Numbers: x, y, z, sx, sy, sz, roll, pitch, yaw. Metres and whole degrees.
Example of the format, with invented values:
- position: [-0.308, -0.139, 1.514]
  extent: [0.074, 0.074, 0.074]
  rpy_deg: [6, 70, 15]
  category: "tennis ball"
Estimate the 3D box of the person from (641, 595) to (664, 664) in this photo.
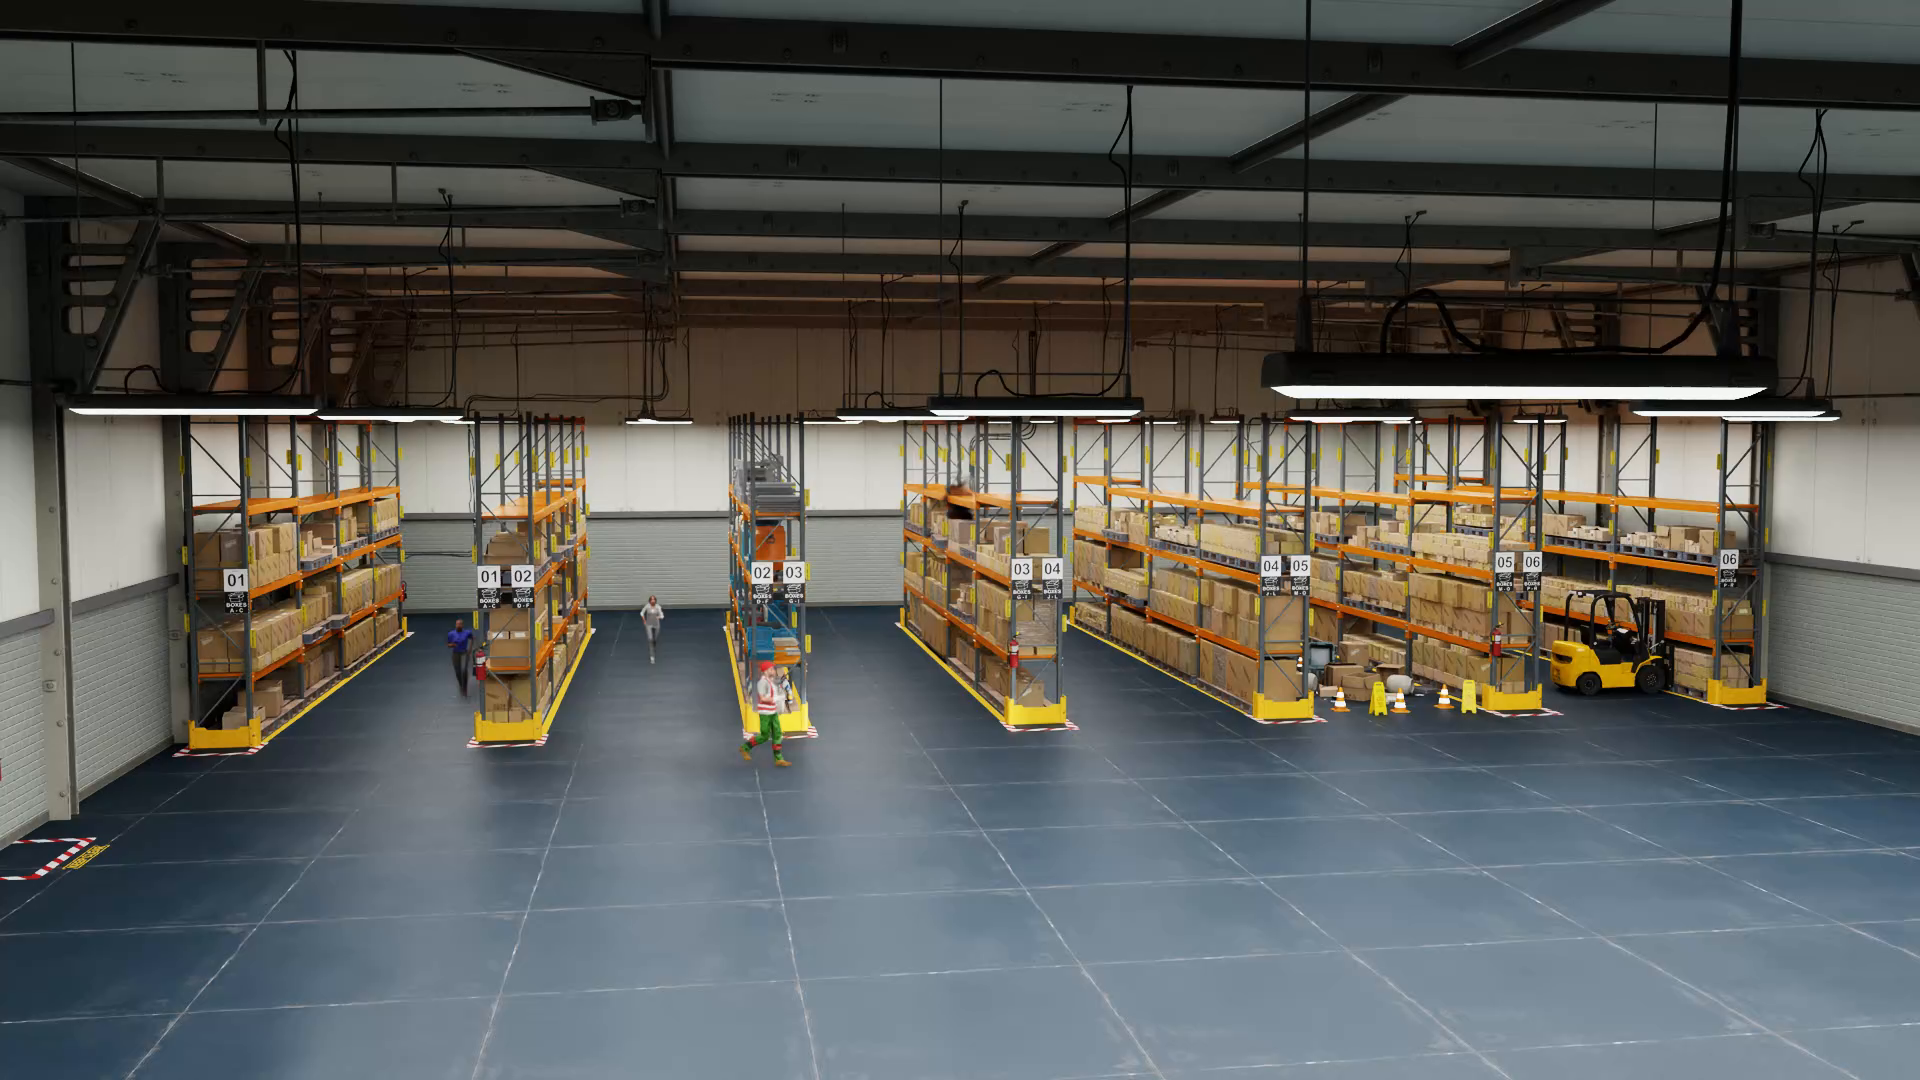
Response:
- position: [-7.503, 2.163, 40.608]
  extent: [0.534, 1.609, 0.830]
  rpy_deg: [-1, 4, -19]
  category: "person"

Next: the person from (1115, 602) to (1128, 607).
- position: [4.964, 1.500, 50.332]
  extent: [0.569, 1.626, 0.601]
  rpy_deg: [-1, 4, -17]
  category: "person"

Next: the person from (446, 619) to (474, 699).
- position: [-10.620, 2.515, 35.331]
  extent: [0.552, 1.702, 0.802]
  rpy_deg: [-1, 4, -7]
  category: "person"

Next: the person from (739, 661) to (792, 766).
- position: [-3.276, 2.913, 27.986]
  extent: [0.908, 1.770, 0.668]
  rpy_deg: [1, 4, 12]
  category: "person"
